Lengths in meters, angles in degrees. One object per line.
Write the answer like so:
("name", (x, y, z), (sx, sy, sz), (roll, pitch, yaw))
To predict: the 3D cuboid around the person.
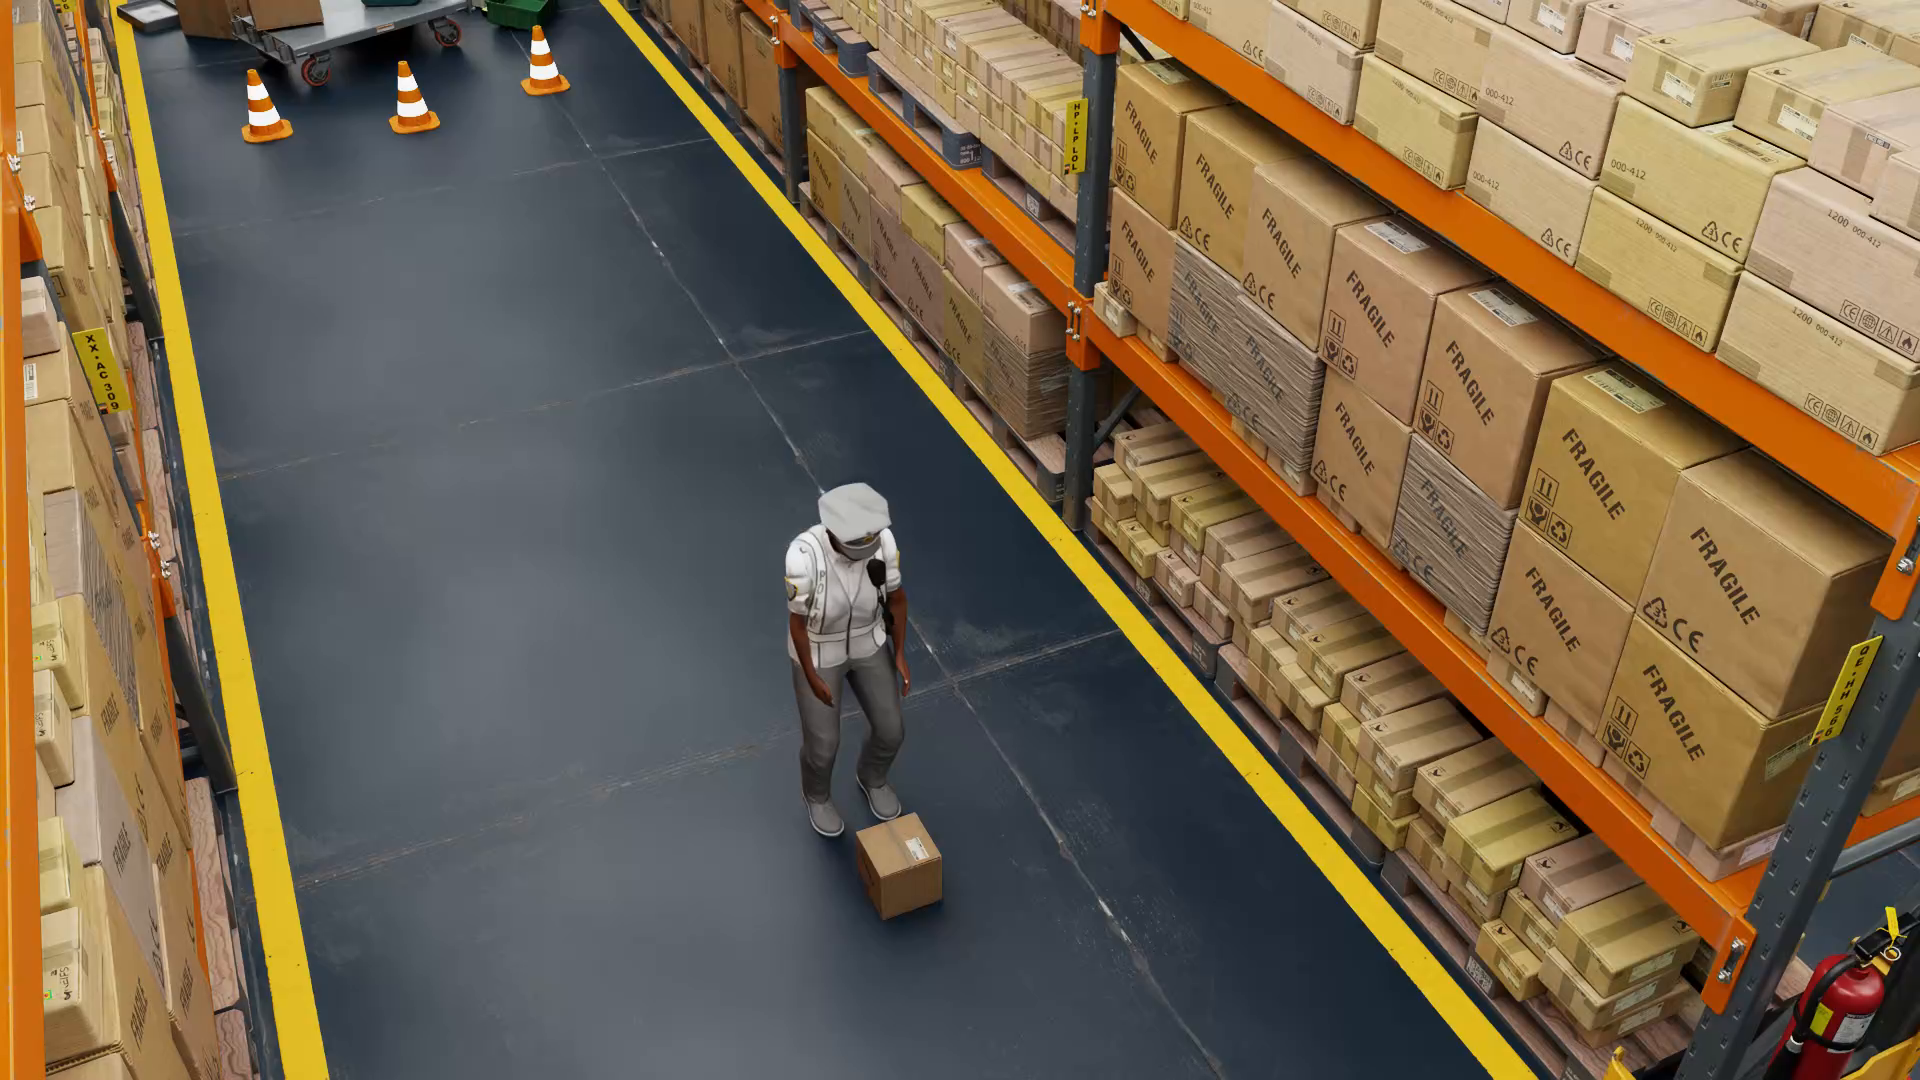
("person", (-0.414, 0.449, 6.320), (0.461, 1.615, 0.460), (-15, 40, -19))
